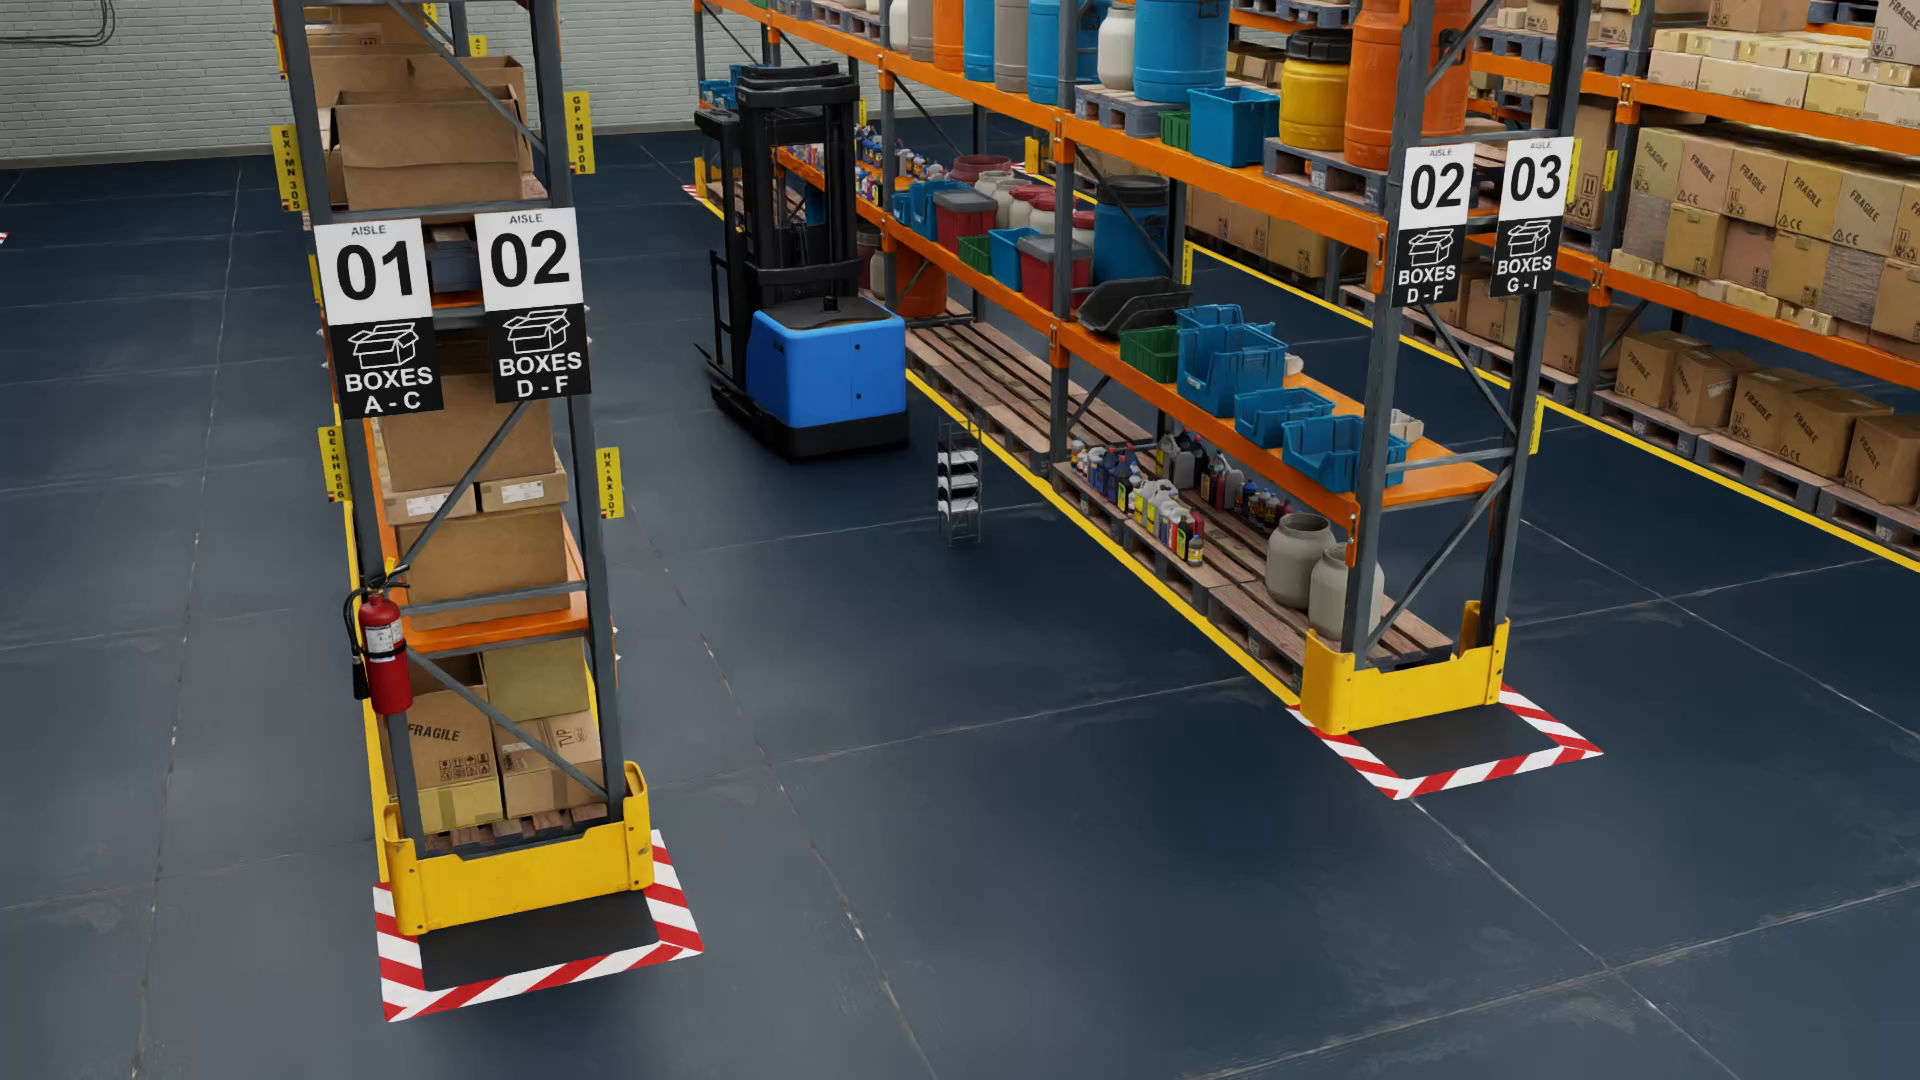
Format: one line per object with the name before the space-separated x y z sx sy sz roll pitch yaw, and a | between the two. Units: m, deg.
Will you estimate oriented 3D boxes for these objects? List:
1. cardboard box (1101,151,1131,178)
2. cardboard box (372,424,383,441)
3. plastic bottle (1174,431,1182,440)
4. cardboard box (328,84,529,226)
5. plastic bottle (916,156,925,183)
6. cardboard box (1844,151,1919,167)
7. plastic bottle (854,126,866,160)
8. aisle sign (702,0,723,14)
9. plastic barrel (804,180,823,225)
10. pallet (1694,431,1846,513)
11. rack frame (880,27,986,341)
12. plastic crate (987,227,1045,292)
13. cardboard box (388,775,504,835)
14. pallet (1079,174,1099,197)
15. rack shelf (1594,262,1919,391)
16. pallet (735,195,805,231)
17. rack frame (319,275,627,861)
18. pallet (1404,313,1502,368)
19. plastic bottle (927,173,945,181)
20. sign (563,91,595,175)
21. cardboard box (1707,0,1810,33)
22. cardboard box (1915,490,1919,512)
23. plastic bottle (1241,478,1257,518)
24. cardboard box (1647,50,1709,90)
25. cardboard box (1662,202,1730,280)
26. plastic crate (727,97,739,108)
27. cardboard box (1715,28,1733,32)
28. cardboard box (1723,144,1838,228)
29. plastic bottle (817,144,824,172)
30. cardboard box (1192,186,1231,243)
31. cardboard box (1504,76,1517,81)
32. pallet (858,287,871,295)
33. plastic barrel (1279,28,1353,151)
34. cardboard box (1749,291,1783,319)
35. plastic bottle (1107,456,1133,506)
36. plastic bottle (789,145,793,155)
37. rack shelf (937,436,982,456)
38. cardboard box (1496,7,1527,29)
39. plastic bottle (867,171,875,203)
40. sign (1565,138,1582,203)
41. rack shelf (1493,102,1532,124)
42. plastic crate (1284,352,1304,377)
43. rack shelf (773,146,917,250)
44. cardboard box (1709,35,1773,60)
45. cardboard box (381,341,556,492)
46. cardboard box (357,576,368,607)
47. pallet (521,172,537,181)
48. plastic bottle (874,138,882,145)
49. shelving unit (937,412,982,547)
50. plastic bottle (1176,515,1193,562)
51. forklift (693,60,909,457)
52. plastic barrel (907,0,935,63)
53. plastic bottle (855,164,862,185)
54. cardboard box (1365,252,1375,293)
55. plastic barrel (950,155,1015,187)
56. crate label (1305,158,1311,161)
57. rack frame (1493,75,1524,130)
cardboard box | 2.504 -5.248 22.535 0.875 0.875 0.875 -8 24 -19
cardboard box | -2.634 -0.475 8.051 0.380 0.149 0.250 -8 24 -18
plastic bottle | 1.651 -0.691 12.458 0.061 0.283 0.133 -7 24 -16
cardboard box | -2.249 -1.635 7.051 0.797 0.503 0.637 -7 24 -15
plastic bottle | -0.398 -3.812 17.097 0.097 0.271 0.097 0 23 0
cardboard box | 6.750 -2.522 12.072 0.500 0.500 0.500 -8 24 -19
plastic bottle | -1.092 -4.378 18.338 0.144 0.351 0.185 -8 24 -19
aisle sign | -3.370 -7.413 22.129 0.394 0.787 0.004 -8 24 -19
plastic barrel | -1.477 -3.803 19.072 0.600 0.901 0.708 -8 24 -19
pallet | 6.511 -0.581 12.857 1.003 0.211 1.213 -8 24 -19
rack frame | -0.240 -3.323 15.772 1.000 3.000 0.127 -8 24 -19
plastic crate | 0.492 -2.220 13.176 0.392 0.384 0.575 -8 24 -19
cardboard box | -2.515 1.181 8.085 0.500 0.250 0.500 -8 24 -19
pallet | 2.350 -4.902 23.109 1.003 0.211 1.213 -8 24 -19
rack shelf | 6.513 -1.491 12.352 1.077 0.370 4.000 -8 24 -19
pallet | -2.384 -4.197 21.437 1.003 0.211 1.213 -8 24 -19
rack frame | -2.050 0.262 7.266 1.000 3.000 0.127 -8 24 -19
pallet | 5.095 -1.991 16.202 1.003 0.211 1.213 -8 24 -19
plastic bottle | -0.233 -3.446 16.225 0.152 0.276 0.135 -8 24 -19
sign | -1.528 -1.633 6.674 0.100 0.325 0.005 -8 24 -19
cardboard box | 6.204 -4.216 12.874 0.500 0.500 0.500 -9 25 -21
cardboard box | 7.014 -0.367 11.435 0.500 0.500 0.500 -4 23 -9
plastic bottle | 2.009 -0.298 11.541 0.097 0.271 0.097 0 23 0
cardboard box | 5.726 -3.664 12.911 0.500 0.250 0.500 -9 25 -21
cardboard box | 6.051 -2.374 13.008 0.875 0.500 0.500 -8 24 -19
plastic crate | -2.716 -5.458 20.976 0.416 0.233 0.300 -8 24 -19
cardboard box | 6.191 -3.968 13.119 0.380 0.149 0.250 -8 24 -17
cardboard box | 6.082 -2.631 12.332 0.500 0.500 0.500 -8 24 -19
plastic bottle | -1.437 -4.078 17.723 0.152 0.276 0.135 -8 24 -19
cardboard box | 3.541 -4.116 19.848 1.225 0.875 0.875 -9 25 -21
cardboard box | 7.365 -6.108 21.780 0.380 0.149 0.250 -8 24 -18
pallet | -0.985 -2.761 18.030 1.003 0.211 1.213 -8 24 -19
plastic barrel | 2.064 -2.475 9.116 0.600 0.588 0.600 0 23 0
cardboard box | 6.143 -1.771 12.413 0.380 0.149 0.250 -8 24 -19
plastic bottle | 1.136 -0.433 11.759 0.144 0.351 0.185 -9 25 -21
plastic bottle | -1.876 -4.482 18.673 0.061 0.283 0.133 -8 24 -19
rack shelf | -0.003 -0.636 11.490 0.258 0.077 0.200 -8 24 -19
cardboard box | 5.050 -4.685 14.901 0.380 0.166 0.250 -9 24 -20
plastic bottle | -0.864 -3.441 16.203 0.061 0.283 0.133 -8 24 -19
sign | 3.102 -1.876 8.466 0.100 0.325 0.005 -8 24 -19
rack shelf | 8.362 -5.042 20.776 1.077 0.370 4.000 -8 24 -19
plastic crate | 1.983 -1.193 11.057 0.530 0.136 0.437 -8 24 -19
rack shelf | -0.947 -3.718 17.636 1.077 0.370 4.000 -8 24 -19
cardboard box | 5.867 -3.696 12.476 0.380 0.149 0.250 -8 24 -19
cardboard box | -2.221 -0.572 7.447 0.700 0.500 0.500 -8 24 -19
cardboard box | -2.884 0.475 8.796 0.500 0.500 0.500 -8 24 -19
pallet | -2.710 -1.784 8.372 1.003 0.211 1.213 -8 24 -19
plastic bottle | -0.857 -4.255 18.144 0.152 0.276 0.135 -8 24 -19
shelving unit | -0.003 -0.418 11.582 0.258 0.900 0.210 -8 24 -19
plastic bottle | 1.468 -0.014 10.853 0.061 0.283 0.133 -8 24 -18
forklift | -1.525 -2.541 14.005 1.130 2.935 3.031 -11 25 -24
plastic barrel | -0.153 -4.608 14.313 0.600 0.901 0.600 0 23 0
plastic bottle | -1.025 -3.622 16.647 0.097 0.271 0.097 0 23 0
cardboard box | 4.649 -2.813 17.213 0.700 0.500 0.500 -10 25 -22
plastic barrel | 0.207 -3.259 15.444 0.600 0.536 0.708 -8 24 -19
crate label | 2.234 -2.455 10.043 0.502 0.251 0.408 -8 24 -19
rack frame | 7.656 -6.100 22.360 1.000 3.000 0.127 -8 24 -19
